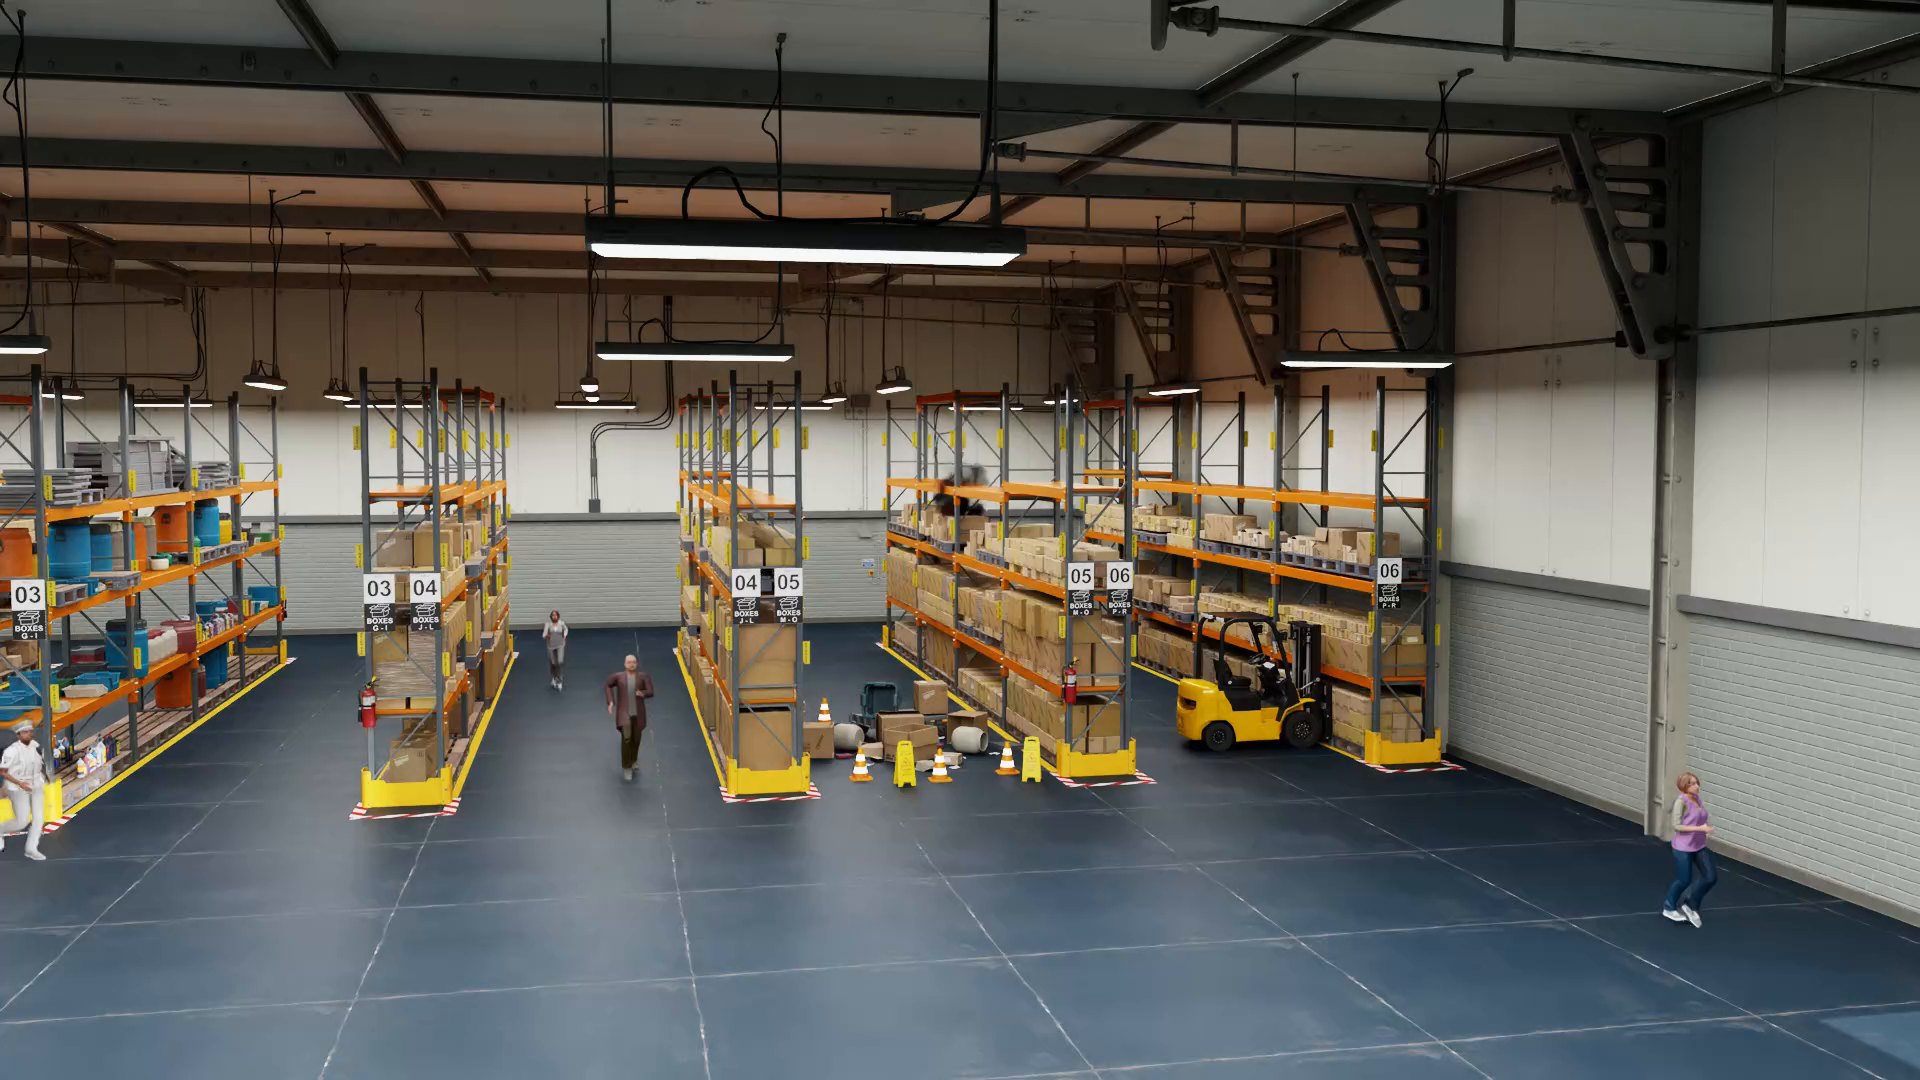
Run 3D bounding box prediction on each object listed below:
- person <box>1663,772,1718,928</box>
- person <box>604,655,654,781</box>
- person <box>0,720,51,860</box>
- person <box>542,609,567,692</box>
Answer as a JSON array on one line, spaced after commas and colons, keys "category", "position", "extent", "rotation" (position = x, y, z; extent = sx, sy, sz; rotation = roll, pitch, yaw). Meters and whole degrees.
[{"category": "person", "position": [7.521, 3.189, 17.081], "extent": [0.515, 1.604, 0.625], "rotation": [-2, 4, -28]}, {"category": "person", "position": [-4.921, 2.635, 24.840], "extent": [0.674, 1.850, 0.859], "rotation": [-1, 4, -23]}, {"category": "person", "position": [-11.279, 2.990, 20.010], "extent": [0.697, 1.690, 0.583], "rotation": [1, 4, 22]}, {"category": "person", "position": [-8.154, 2.205, 33.493], "extent": [0.484, 1.631, 0.793], "rotation": [-1, 3, -12]}]
